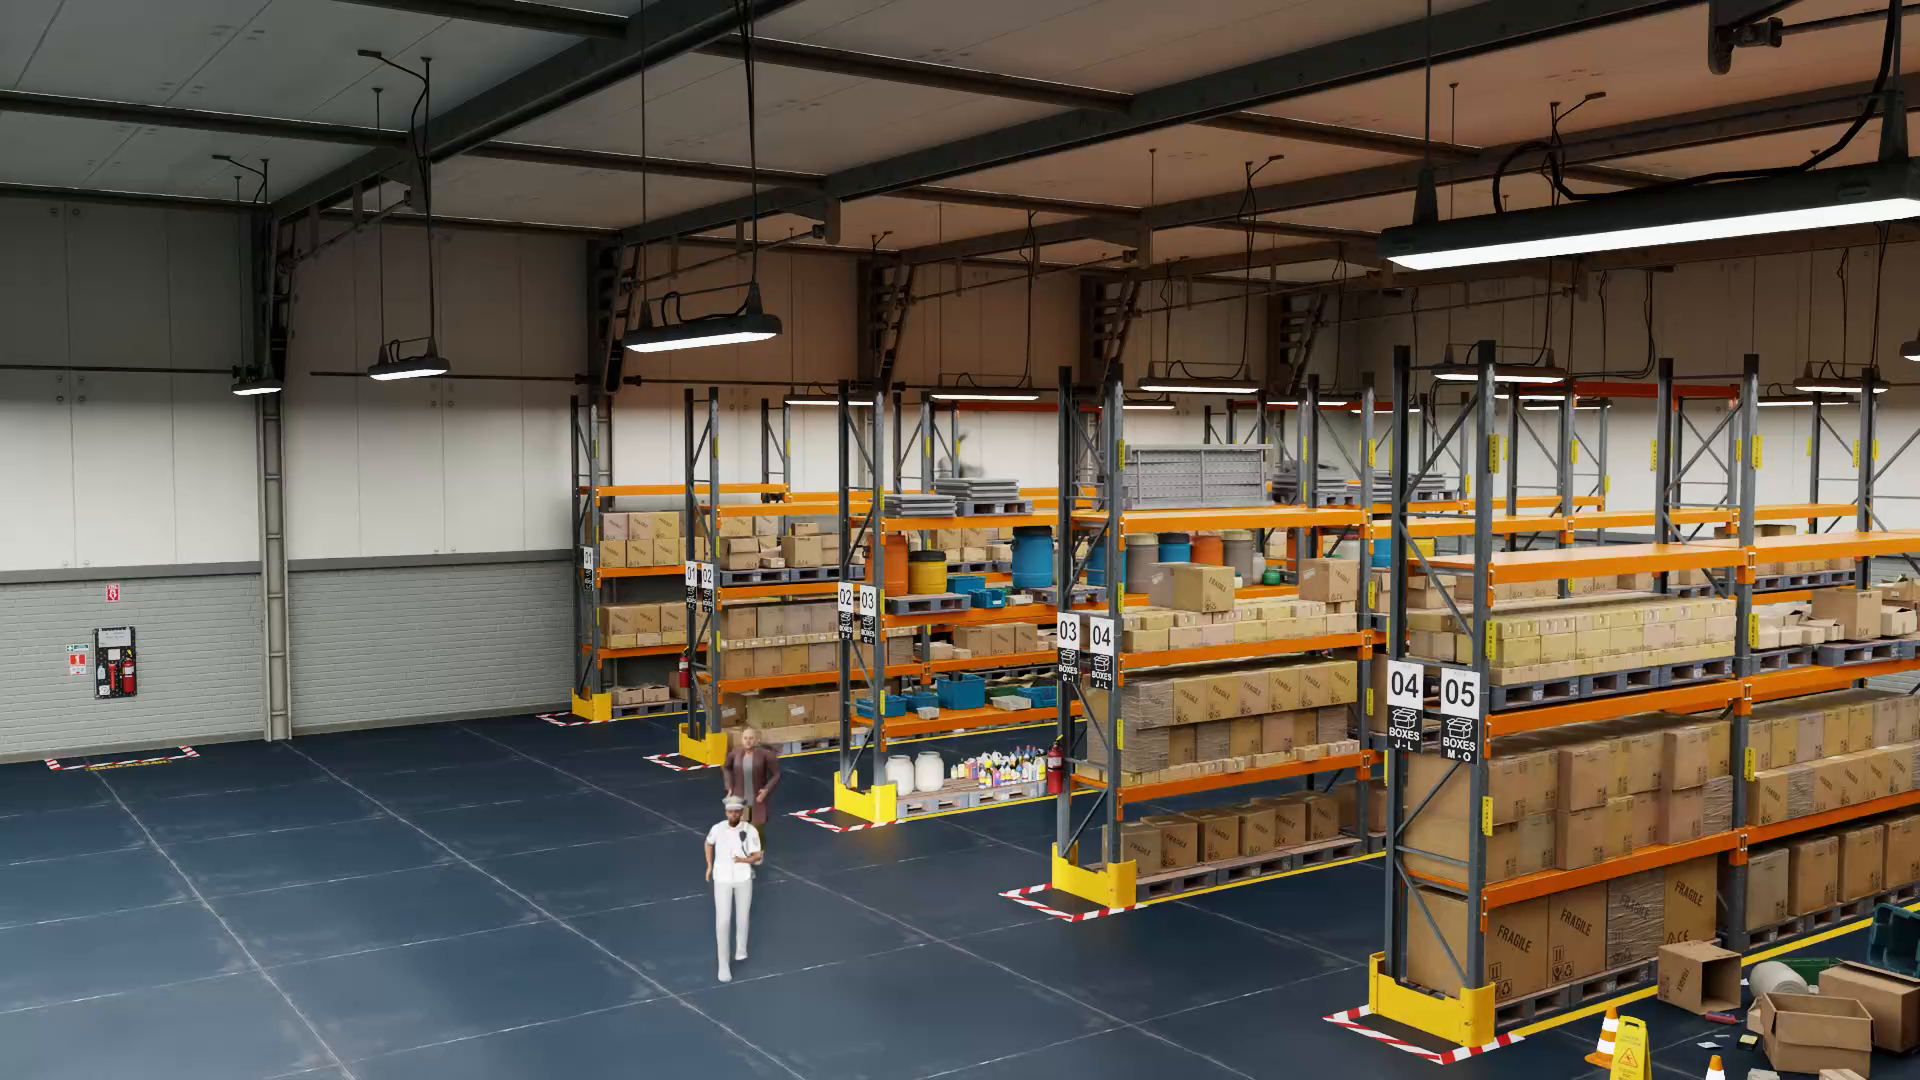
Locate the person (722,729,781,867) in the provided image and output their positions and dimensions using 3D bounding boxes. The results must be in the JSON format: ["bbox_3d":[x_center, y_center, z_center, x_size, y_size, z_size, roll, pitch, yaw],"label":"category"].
[{"bbox_3d":[-2.473,3.107,19.694,0.722,1.782,0.947,0,3,0],"label":"person"}]

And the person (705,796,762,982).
[{"bbox_3d":[-2.204,3.346,16.165,0.546,1.758,0.755,0,3,-8],"label":"person"}]
